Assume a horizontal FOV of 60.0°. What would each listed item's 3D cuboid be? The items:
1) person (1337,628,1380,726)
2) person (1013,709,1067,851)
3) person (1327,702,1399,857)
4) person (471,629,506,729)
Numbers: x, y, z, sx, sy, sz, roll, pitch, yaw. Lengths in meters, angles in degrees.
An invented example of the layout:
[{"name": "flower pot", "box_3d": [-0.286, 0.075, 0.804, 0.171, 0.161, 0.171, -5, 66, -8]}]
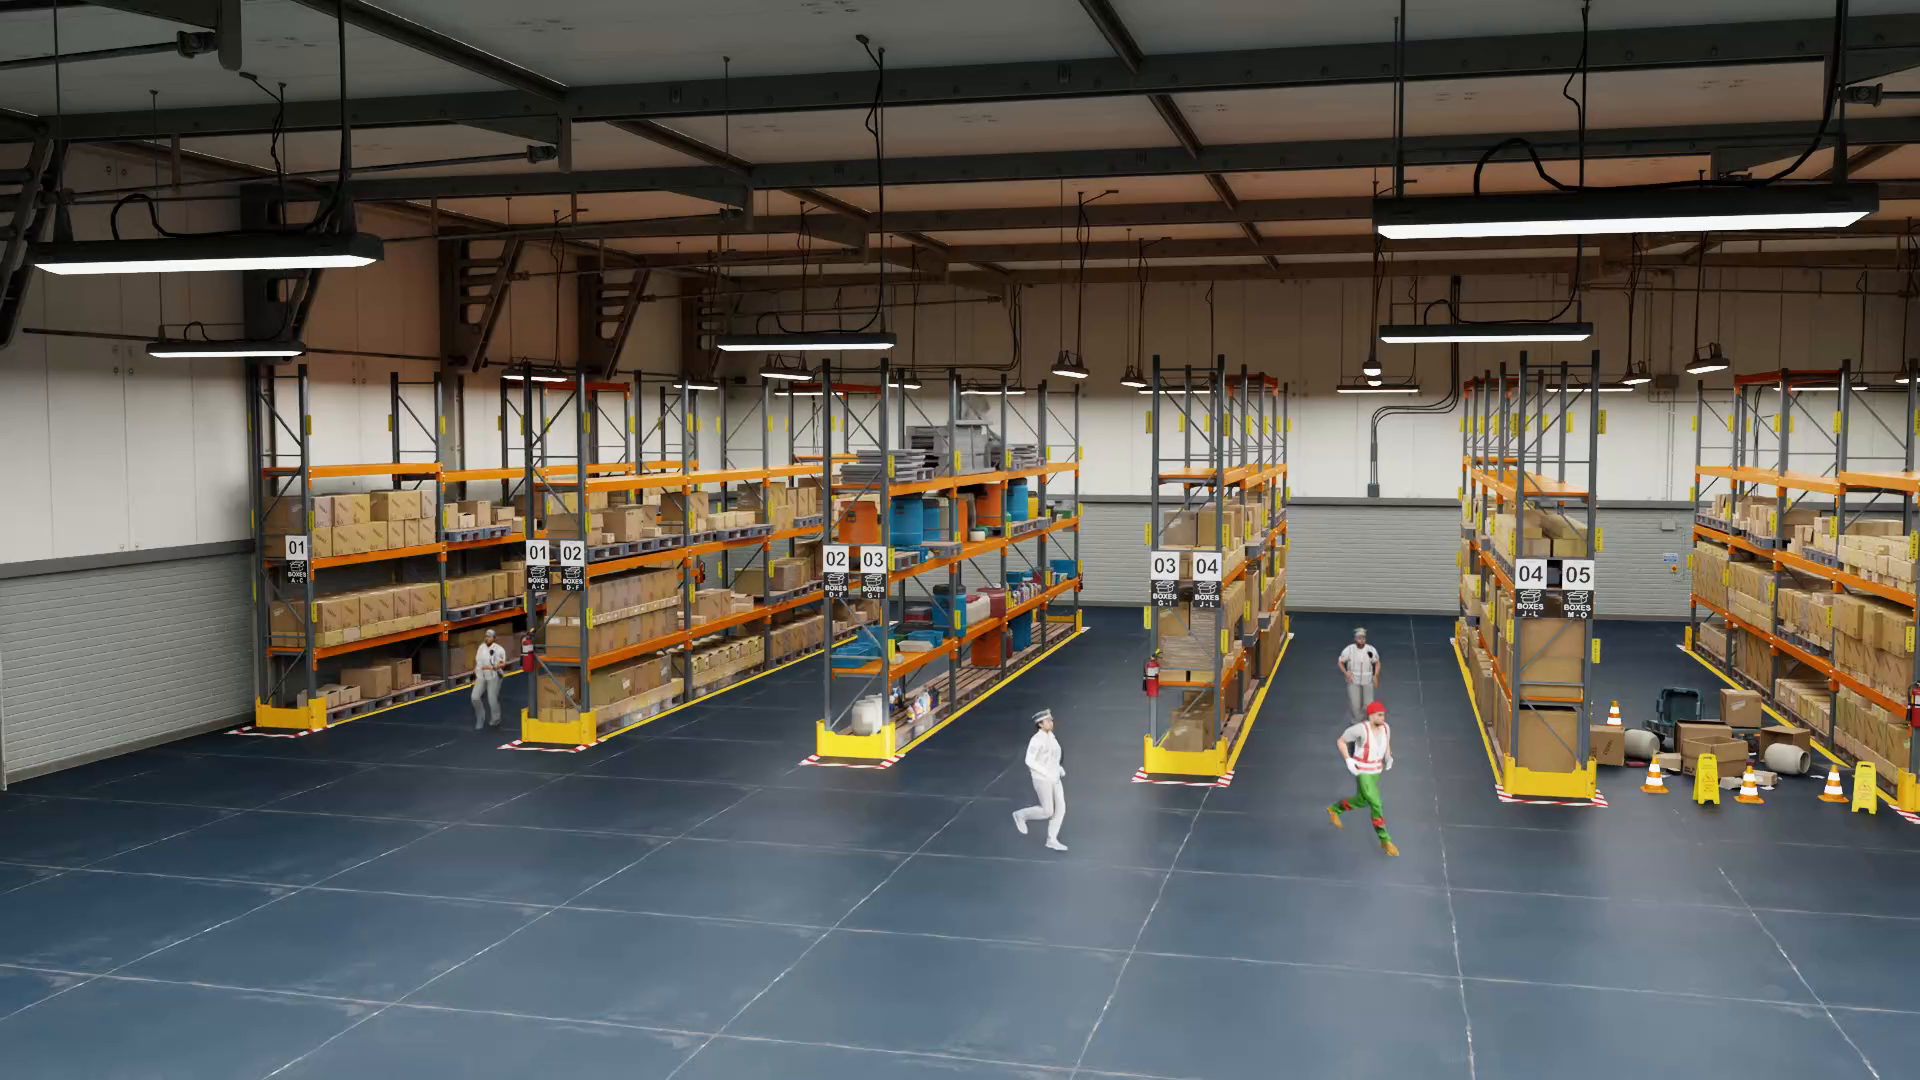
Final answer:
[{"name": "person", "box_3d": [6.442, 2.284, 26.848, 0.682, 1.744, 0.598, 0, 4, 6]}, {"name": "person", "box_3d": [0.981, 2.820, 19.723, 0.696, 1.671, 0.617, 3, 5, 33]}, {"name": "person", "box_3d": [4.788, 2.766, 19.742, 0.659, 1.773, 1.136, -3, 5, -34]}, {"name": "person", "box_3d": [-7.773, 2.314, 27.502, 0.597, 1.678, 0.651, 1, 4, 12]}]
